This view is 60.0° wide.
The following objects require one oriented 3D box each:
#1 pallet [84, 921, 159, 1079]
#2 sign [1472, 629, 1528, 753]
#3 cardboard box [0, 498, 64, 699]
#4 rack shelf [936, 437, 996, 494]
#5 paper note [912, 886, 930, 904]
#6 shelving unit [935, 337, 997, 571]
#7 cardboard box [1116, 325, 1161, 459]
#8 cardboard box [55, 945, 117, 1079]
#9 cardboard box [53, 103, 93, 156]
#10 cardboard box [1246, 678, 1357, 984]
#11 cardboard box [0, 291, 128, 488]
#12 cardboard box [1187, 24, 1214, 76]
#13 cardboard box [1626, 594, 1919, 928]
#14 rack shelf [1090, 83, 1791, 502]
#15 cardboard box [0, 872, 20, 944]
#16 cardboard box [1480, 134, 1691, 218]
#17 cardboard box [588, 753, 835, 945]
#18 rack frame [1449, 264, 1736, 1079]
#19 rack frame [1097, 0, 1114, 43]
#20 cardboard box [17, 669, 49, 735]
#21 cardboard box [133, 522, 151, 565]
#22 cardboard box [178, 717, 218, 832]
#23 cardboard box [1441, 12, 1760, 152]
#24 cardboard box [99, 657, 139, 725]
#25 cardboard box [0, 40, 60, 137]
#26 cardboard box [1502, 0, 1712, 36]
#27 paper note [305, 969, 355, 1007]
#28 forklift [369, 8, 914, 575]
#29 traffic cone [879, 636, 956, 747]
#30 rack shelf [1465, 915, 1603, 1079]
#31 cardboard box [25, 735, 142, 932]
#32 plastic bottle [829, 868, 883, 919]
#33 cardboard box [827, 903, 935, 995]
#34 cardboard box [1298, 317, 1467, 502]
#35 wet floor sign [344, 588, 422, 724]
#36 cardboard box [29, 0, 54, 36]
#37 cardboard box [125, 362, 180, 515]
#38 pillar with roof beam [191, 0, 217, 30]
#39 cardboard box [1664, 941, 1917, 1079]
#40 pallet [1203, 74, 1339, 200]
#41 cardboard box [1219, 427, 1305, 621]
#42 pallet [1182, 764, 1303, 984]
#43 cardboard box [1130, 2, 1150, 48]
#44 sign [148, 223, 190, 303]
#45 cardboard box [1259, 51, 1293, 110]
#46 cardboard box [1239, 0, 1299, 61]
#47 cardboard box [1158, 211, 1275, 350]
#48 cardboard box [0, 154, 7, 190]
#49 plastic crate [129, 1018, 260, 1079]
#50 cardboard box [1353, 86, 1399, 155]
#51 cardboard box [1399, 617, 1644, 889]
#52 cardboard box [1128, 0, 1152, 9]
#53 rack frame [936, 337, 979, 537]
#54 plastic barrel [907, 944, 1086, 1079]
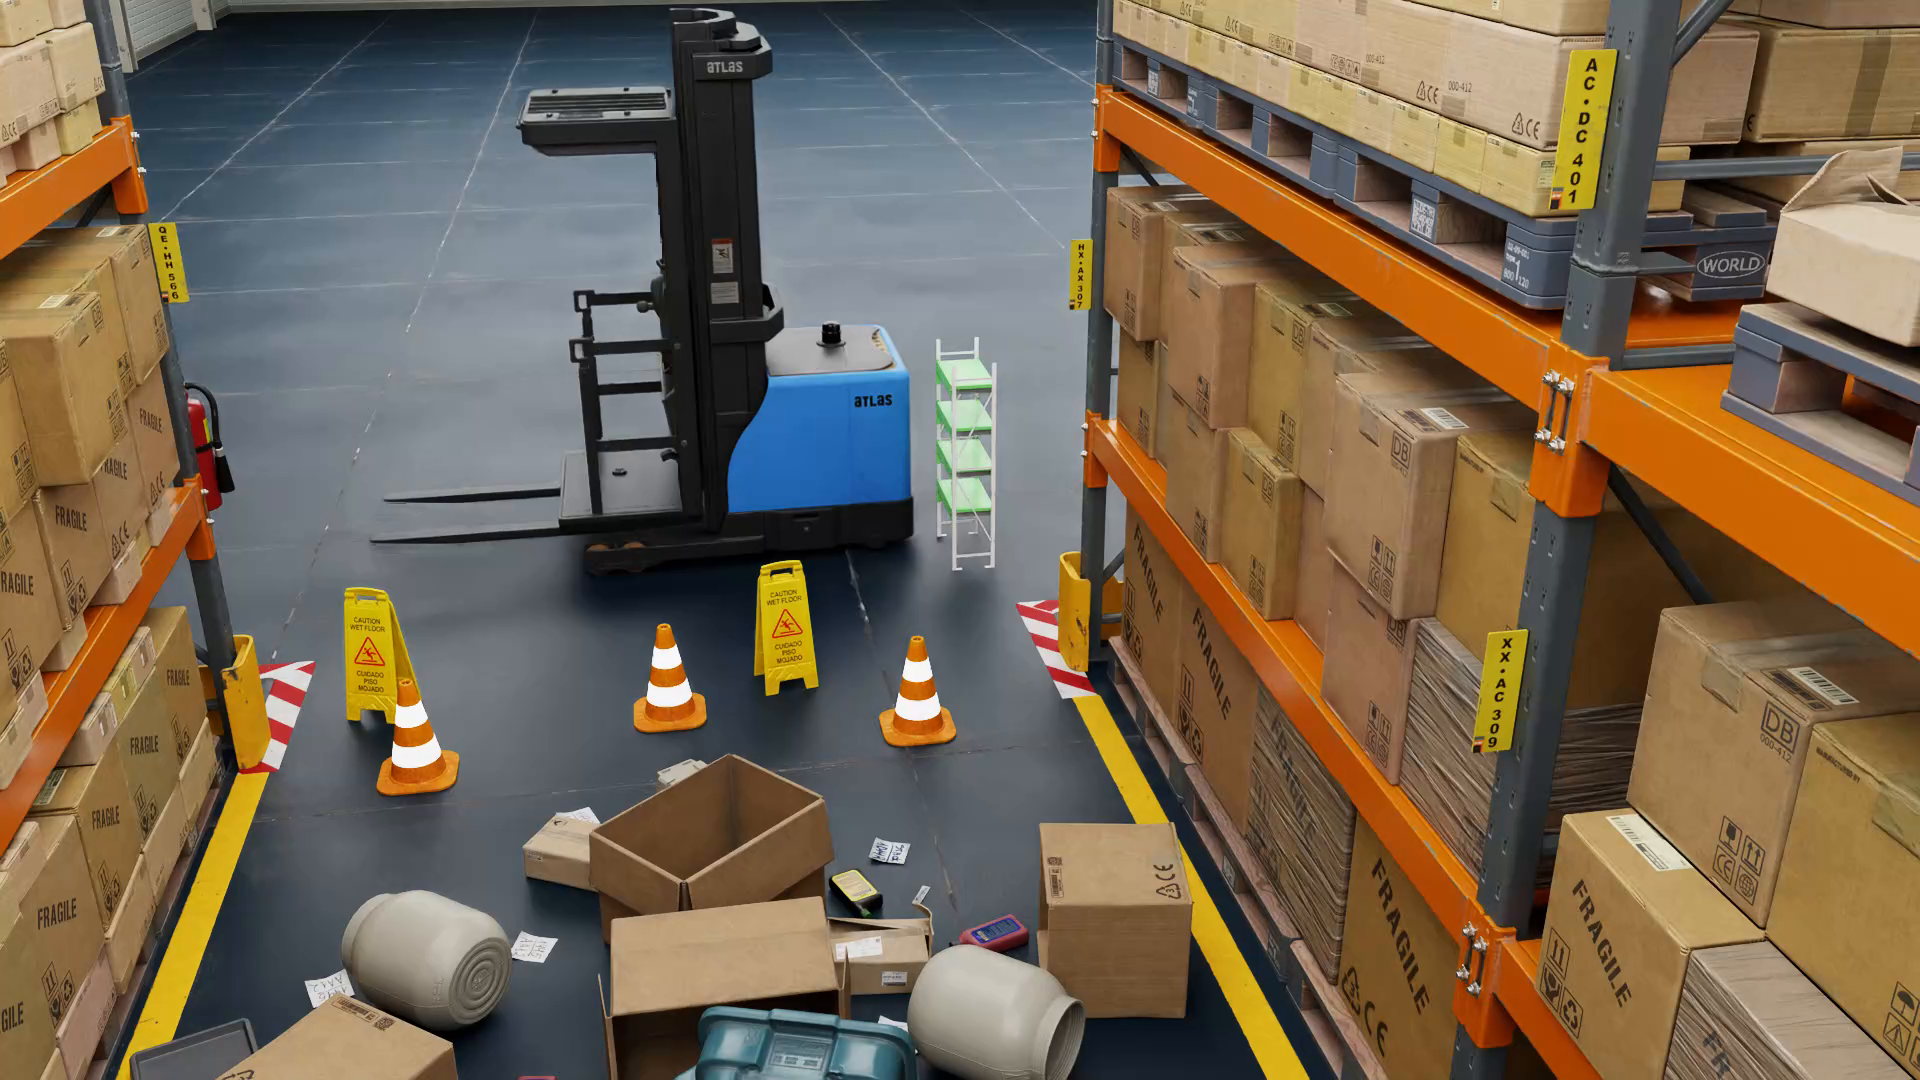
[{"bbox_3d":[-3.395,1.698,5.599,1.003,0.211,1.213,-4,24,-10],"label":"pallet"},{"bbox_3d":[1.293,0.365,3.986,0.100,0.325,0.005,-4,24,-10],"label":"sign"},{"bbox_3d":[-3.124,0.195,5.059,0.500,0.500,0.500,-4,24,-9],"label":"cardboard box"},{"bbox_3d":[0.031,-0.426,9.386,0.258,0.148,0.480,-4,24,-10],"label":"rack shelf"},{"bbox_3d":[-0.153,1.397,6.539,0.032,0.001,0.123,8,25,18],"label":"paper note"},{"bbox_3d":[0.031,-0.485,9.361,0.258,1.200,0.503,-4,24,-10],"label":"shelving unit"},{"bbox_3d":[1.212,-0.743,7.517,0.875,0.550,0.550,-4,24,-10],"label":"cardboard box"},{"bbox_3d":[-3.062,1.560,5.341,0.500,0.250,0.500,-5,24,-10],"label":"cardboard box"},{"bbox_3d":[-3.328,-1.455,5.901,0.380,0.149,0.250,-4,24,-9],"label":"cardboard box"},{"bbox_3d":[1.621,0.931,6.001,0.875,0.875,0.875,-4,24,-9],"label":"cardboard box"},{"bbox_3d":[-3.157,-0.474,5.342,0.700,0.500,0.500,-5,24,-10],"label":"cardboard box"},{"bbox_3d":[1.034,-1.759,5.947,0.380,0.149,0.250,-4,24,-10],"label":"cardboard box"},{"bbox_3d":[1.936,0.447,3.604,0.700,0.500,0.500,-5,24,-11],"label":"cardboard box"},{"bbox_3d":[1.469,-1.075,5.616,1.077,0.370,4.000,-4,24,-10],"label":"rack shelf"},{"bbox_3d":[-2.912,1.081,4.690,0.380,0.149,0.250,-3,24,-8],"label":"cardboard box"},{"bbox_3d":[1.457,-0.861,3.891,0.380,0.149,0.250,-4,24,-10],"label":"cardboard box"},{"bbox_3d":[-0.934,1.237,6.290,0.637,0.503,0.797,18,29,36],"label":"cardboard box"},{"bbox_3d":[1.838,0.756,4.271,1.000,3.000,0.127,-4,24,-10],"label":"rack frame"},{"bbox_3d":[1.099,-3.566,6.672,1.000,3.000,0.127,-4,24,-10],"label":"rack frame"},{"bbox_3d":[-3.052,0.529,5.105,0.380,0.149,0.250,-4,24,-10],"label":"cardboard box"},{"bbox_3d":[-3.286,0.029,6.249,0.380,0.149,0.250,-5,24,-11],"label":"cardboard box"},{"bbox_3d":[-3.329,0.964,6.706,0.500,0.250,0.500,-4,24,-10],"label":"cardboard box"},{"bbox_3d":[1.495,-1.099,3.937,0.500,0.250,0.500,-5,24,-10],"label":"cardboard box"},{"bbox_3d":[-3.165,0.550,5.906,0.380,0.149,0.250,-4,24,-9],"label":"cardboard box"},{"bbox_3d":[-3.309,-1.473,5.443,0.500,0.250,0.500,-5,24,-10],"label":"cardboard box"},{"bbox_3d":[1.458,-1.227,3.732,0.380,0.149,0.250,-5,24,-10],"label":"cardboard box"},{"bbox_3d":[-2.279,1.617,6.009,0.142,0.019,0.148,-13,27,-28],"label":"paper note"},{"bbox_3d":[-1.836,-1.377,9.241,3.031,2.935,1.130,-4,24,-10],"label":"forklift"},{"bbox_3d":[-0.199,0.659,7.662,0.336,0.463,0.334,-4,24,-10],"label":"traffic cone"},{"bbox_3d":[2.208,1.873,2.614,1.077,0.370,4.000,-4,24,-10],"label":"rack shelf"},{"bbox_3d":[-3.156,1.013,5.657,0.500,0.500,0.500,-5,24,-11],"label":"cardboard box"},{"bbox_3d":[-0.391,1.389,6.494,0.133,0.061,0.283,-13,27,-28],"label":"plastic bottle"},{"bbox_3d":[-0.289,1.469,6.054,0.396,0.266,0.258,0,24,-1],"label":"cardboard box"},{"bbox_3d":[1.623,-0.385,5.348,0.875,0.550,0.550,-4,24,-10],"label":"cardboard box"},{"bbox_3d":[-2.731,0.514,7.767,0.267,0.644,0.232,4,24,9],"label":"wet floor sign"},{"bbox_3d":[-3.385,-1.820,5.740,0.380,0.149,0.250,-4,24,-9],"label":"cardboard box"},{"bbox_3d":[-3.376,-0.400,6.422,0.500,0.500,0.500,-5,24,-11],"label":"cardboard box"},{"bbox_3d":[-10.698,-14.570,31.866,9.100,9.000,0.400,-4,24,-10],"label":"pillar with roof beam"},{"bbox_3d":[1.765,1.136,3.277,0.500,0.500,0.500,-4,24,-9],"label":"cardboard box"},{"bbox_3d":[1.475,-1.379,5.523,1.003,0.211,1.213,-4,24,-10],"label":"pallet"},{"bbox_3d":[1.454,-0.094,6.029,0.875,0.550,0.500,-4,24,-10],"label":"cardboard box"},{"bbox_3d":[1.546,1.248,6.628,1.003,0.211,1.213,-4,24,-10],"label":"pallet"},{"bbox_3d":[0.895,-2.056,6.627,0.380,0.149,0.250,-4,24,-9],"label":"cardboard box"},{"bbox_3d":[-3.198,-1.120,6.724,0.100,0.325,0.005,-4,24,-10],"label":"sign"},{"bbox_3d":[1.174,-1.461,5.265,0.380,0.149,0.250,-4,24,-10],"label":"cardboard box"},{"bbox_3d":[1.217,-1.693,5.298,0.500,0.250,0.500,-4,24,-10],"label":"cardboard box"},{"bbox_3d":[1.322,-1.022,6.807,0.875,0.550,0.550,-4,24,-10],"label":"cardboard box"},{"bbox_3d":[-3.238,-1.149,5.200,0.380,0.149,0.250,-4,24,-10],"label":"cardboard box"},{"bbox_3d":[-2.492,1.822,5.478,0.402,0.080,0.583,-13,27,-28],"label":"plastic crate"},{"bbox_3d":[1.314,-1.162,4.580,0.380,0.149,0.250,-4,24,-10],"label":"cardboard box"},{"bbox_3d":[1.758,0.543,4.571,0.875,0.550,0.550,-4,24,-10],"label":"cardboard box"},{"bbox_3d":[0.936,-2.289,6.661,0.500,0.250,0.500,-4,24,-10],"label":"cardboard box"},{"bbox_3d":[-0.015,-0.581,9.581,0.240,1.200,0.015,-4,24,-10],"label":"rack frame"},{"bbox_3d":[0.121,1.604,5.548,0.512,0.421,0.421,13,27,27],"label":"plastic barrel"}]
